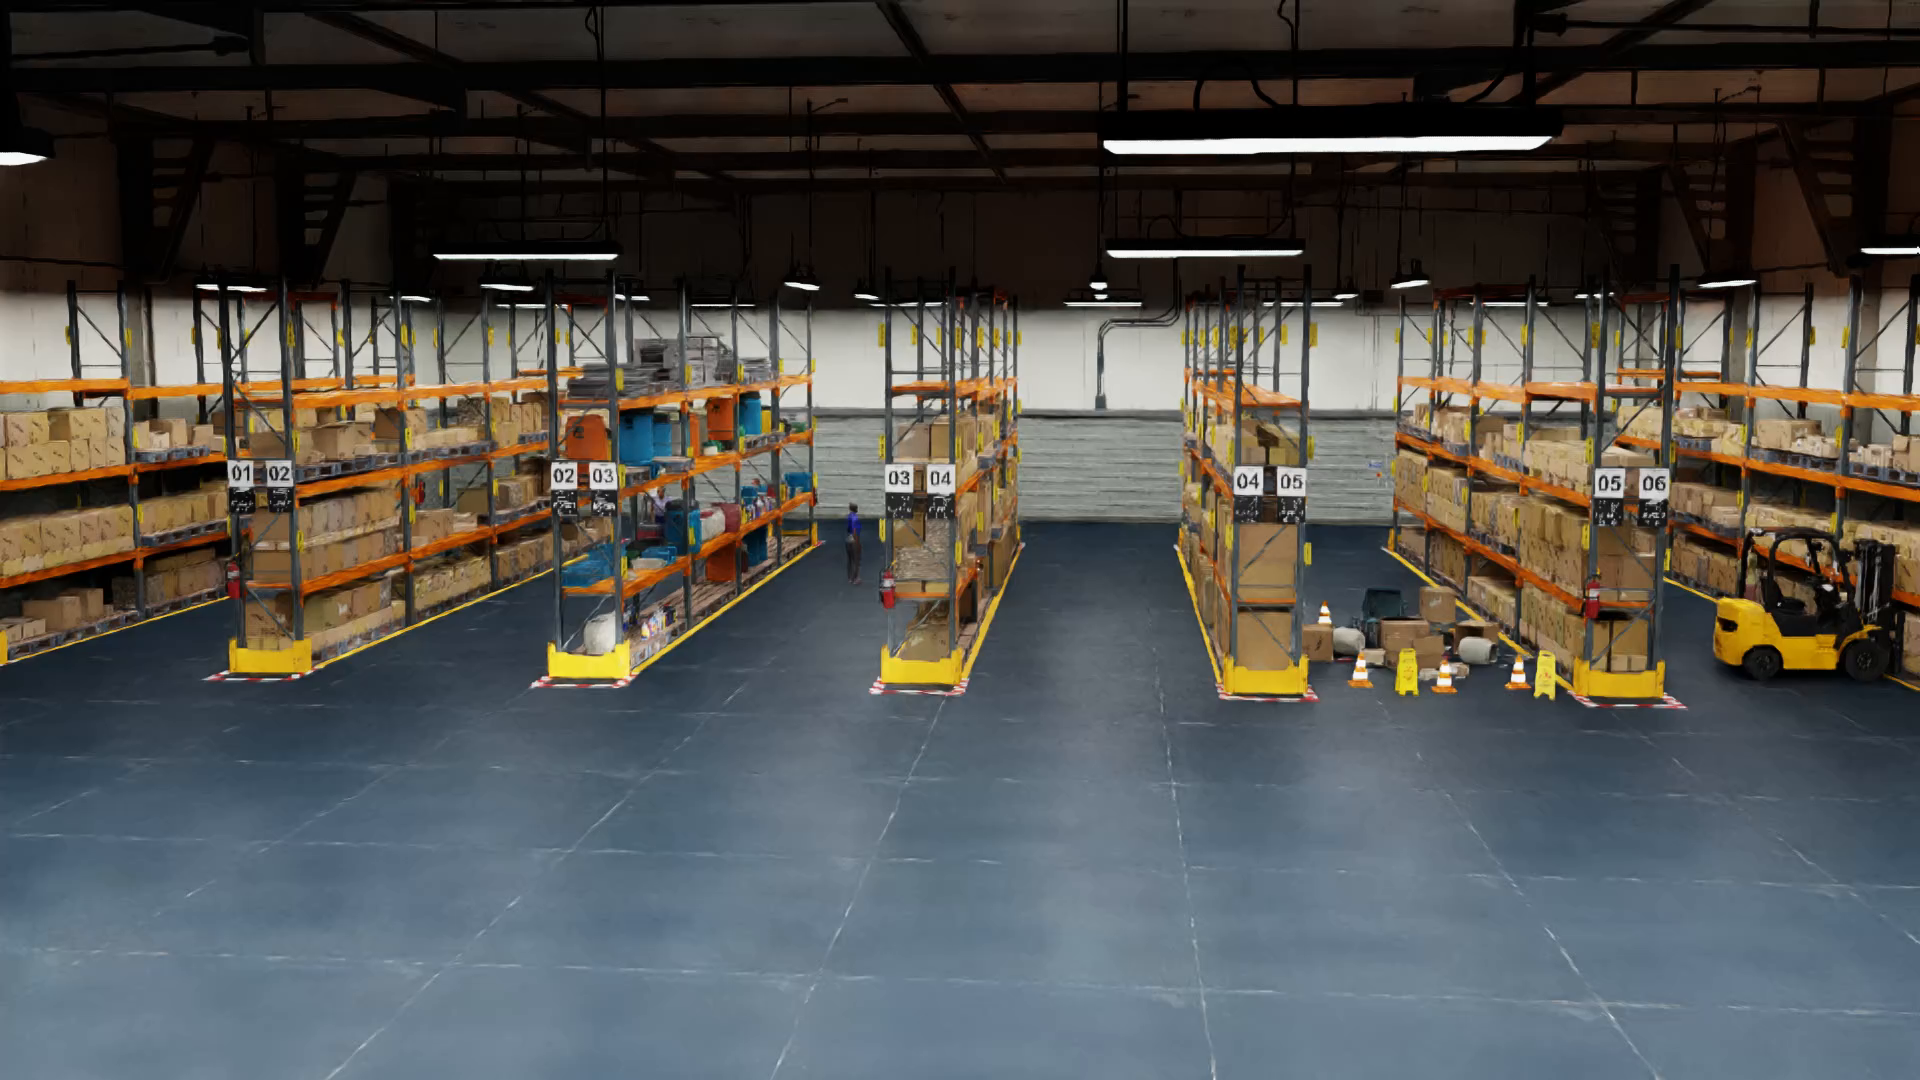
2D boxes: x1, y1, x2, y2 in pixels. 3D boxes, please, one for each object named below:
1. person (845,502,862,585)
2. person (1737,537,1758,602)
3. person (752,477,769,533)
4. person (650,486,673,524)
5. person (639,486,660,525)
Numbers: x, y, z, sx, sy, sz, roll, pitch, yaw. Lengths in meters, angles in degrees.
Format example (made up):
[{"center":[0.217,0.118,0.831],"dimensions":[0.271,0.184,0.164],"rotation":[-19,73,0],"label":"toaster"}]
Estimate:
[{"center":[-2.163,0.074,34.059],"dimensions":[0.359,1.724,0.526],"rotation":[-3,8,-23],"label":"person"},{"center":[13.196,0.766,27.969],"dimensions":[0.569,1.668,0.560],"rotation":[5,9,36],"label":"person"},{"center":[-5.033,-0.797,41.403],"dimensions":[0.457,1.545,0.865],"rotation":[5,8,34],"label":"person"},{"center":[-6.908,-0.475,38.678],"dimensions":[0.625,1.596,0.510],"rotation":[0,7,3],"label":"person"},{"center":[-8.237,-1.208,44.112],"dimensions":[0.674,1.716,0.841],"rotation":[-1,7,-12],"label":"person"}]
